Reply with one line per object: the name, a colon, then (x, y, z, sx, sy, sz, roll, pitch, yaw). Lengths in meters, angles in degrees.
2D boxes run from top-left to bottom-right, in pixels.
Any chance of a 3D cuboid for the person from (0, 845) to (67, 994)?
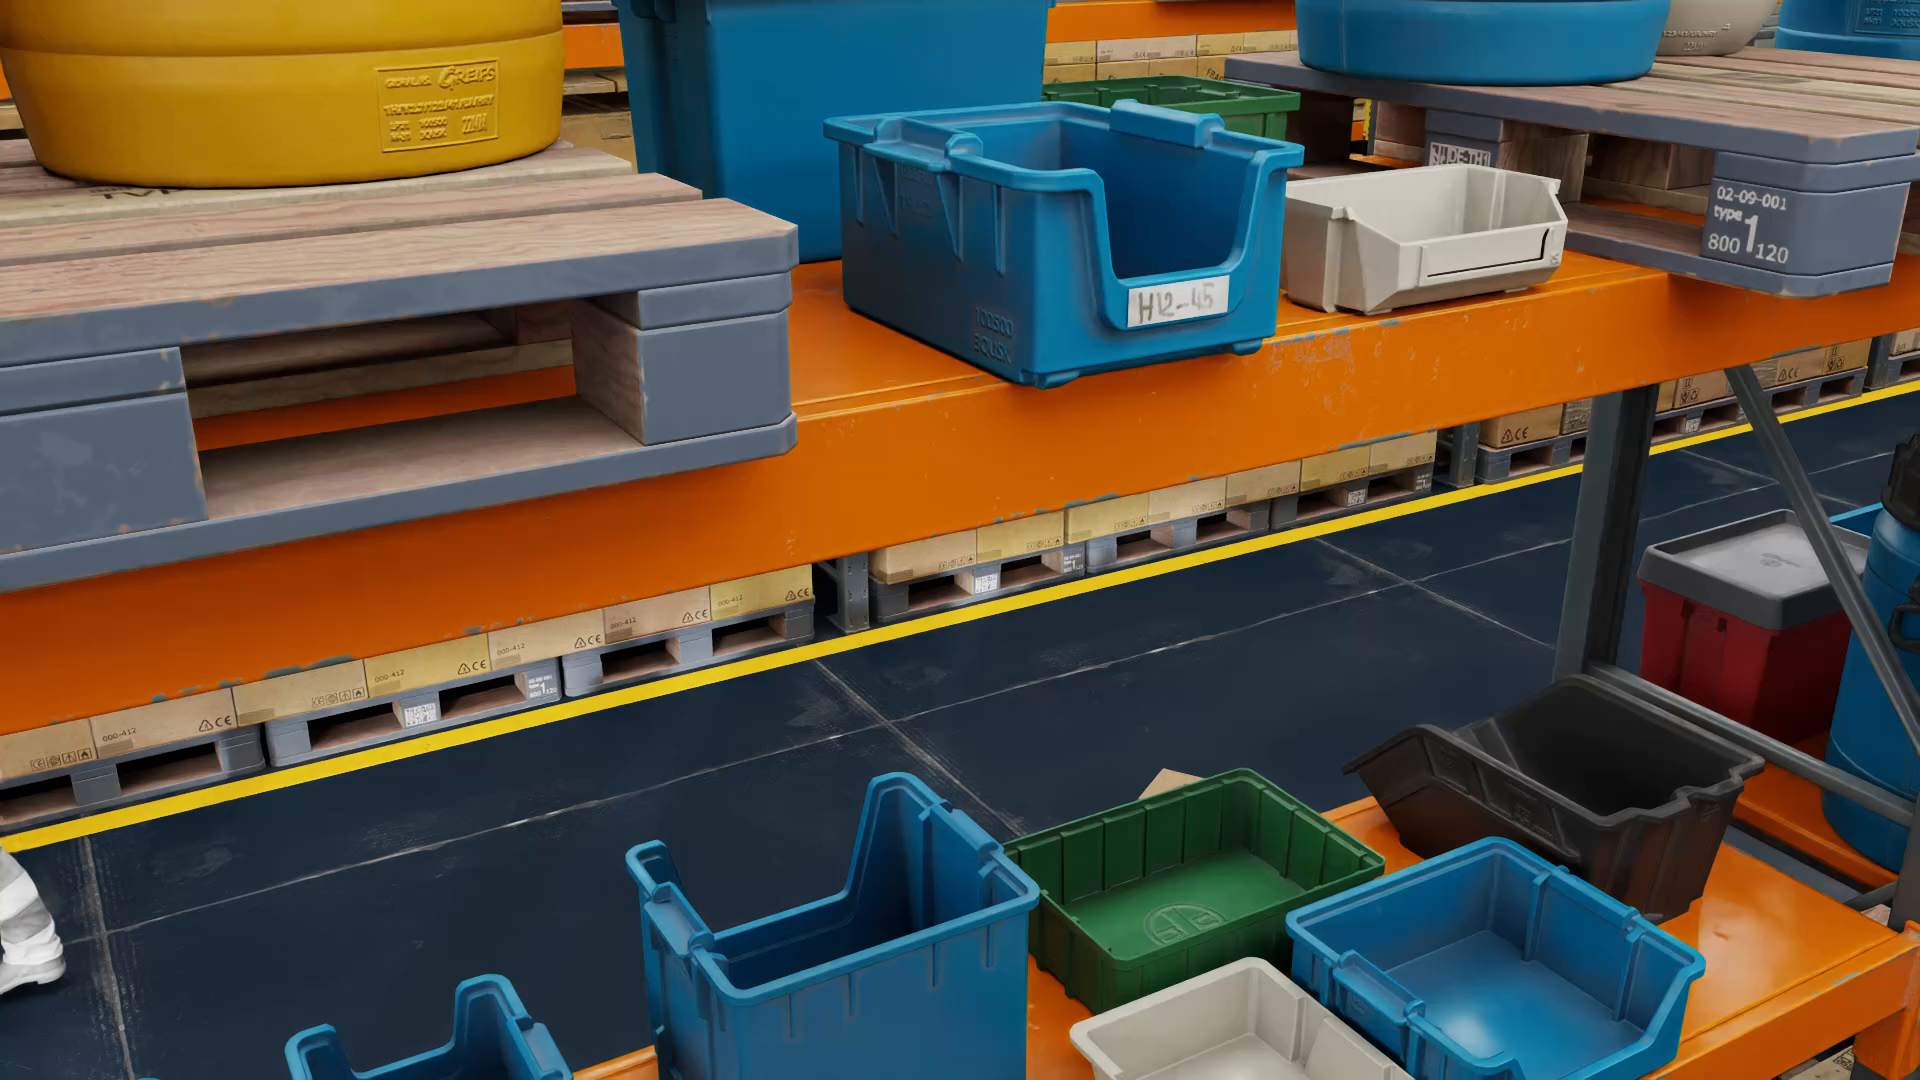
person: (-3.257, 0.651, 4.868, 0.856, 1.770, 0.528, -8, 23, -20)
